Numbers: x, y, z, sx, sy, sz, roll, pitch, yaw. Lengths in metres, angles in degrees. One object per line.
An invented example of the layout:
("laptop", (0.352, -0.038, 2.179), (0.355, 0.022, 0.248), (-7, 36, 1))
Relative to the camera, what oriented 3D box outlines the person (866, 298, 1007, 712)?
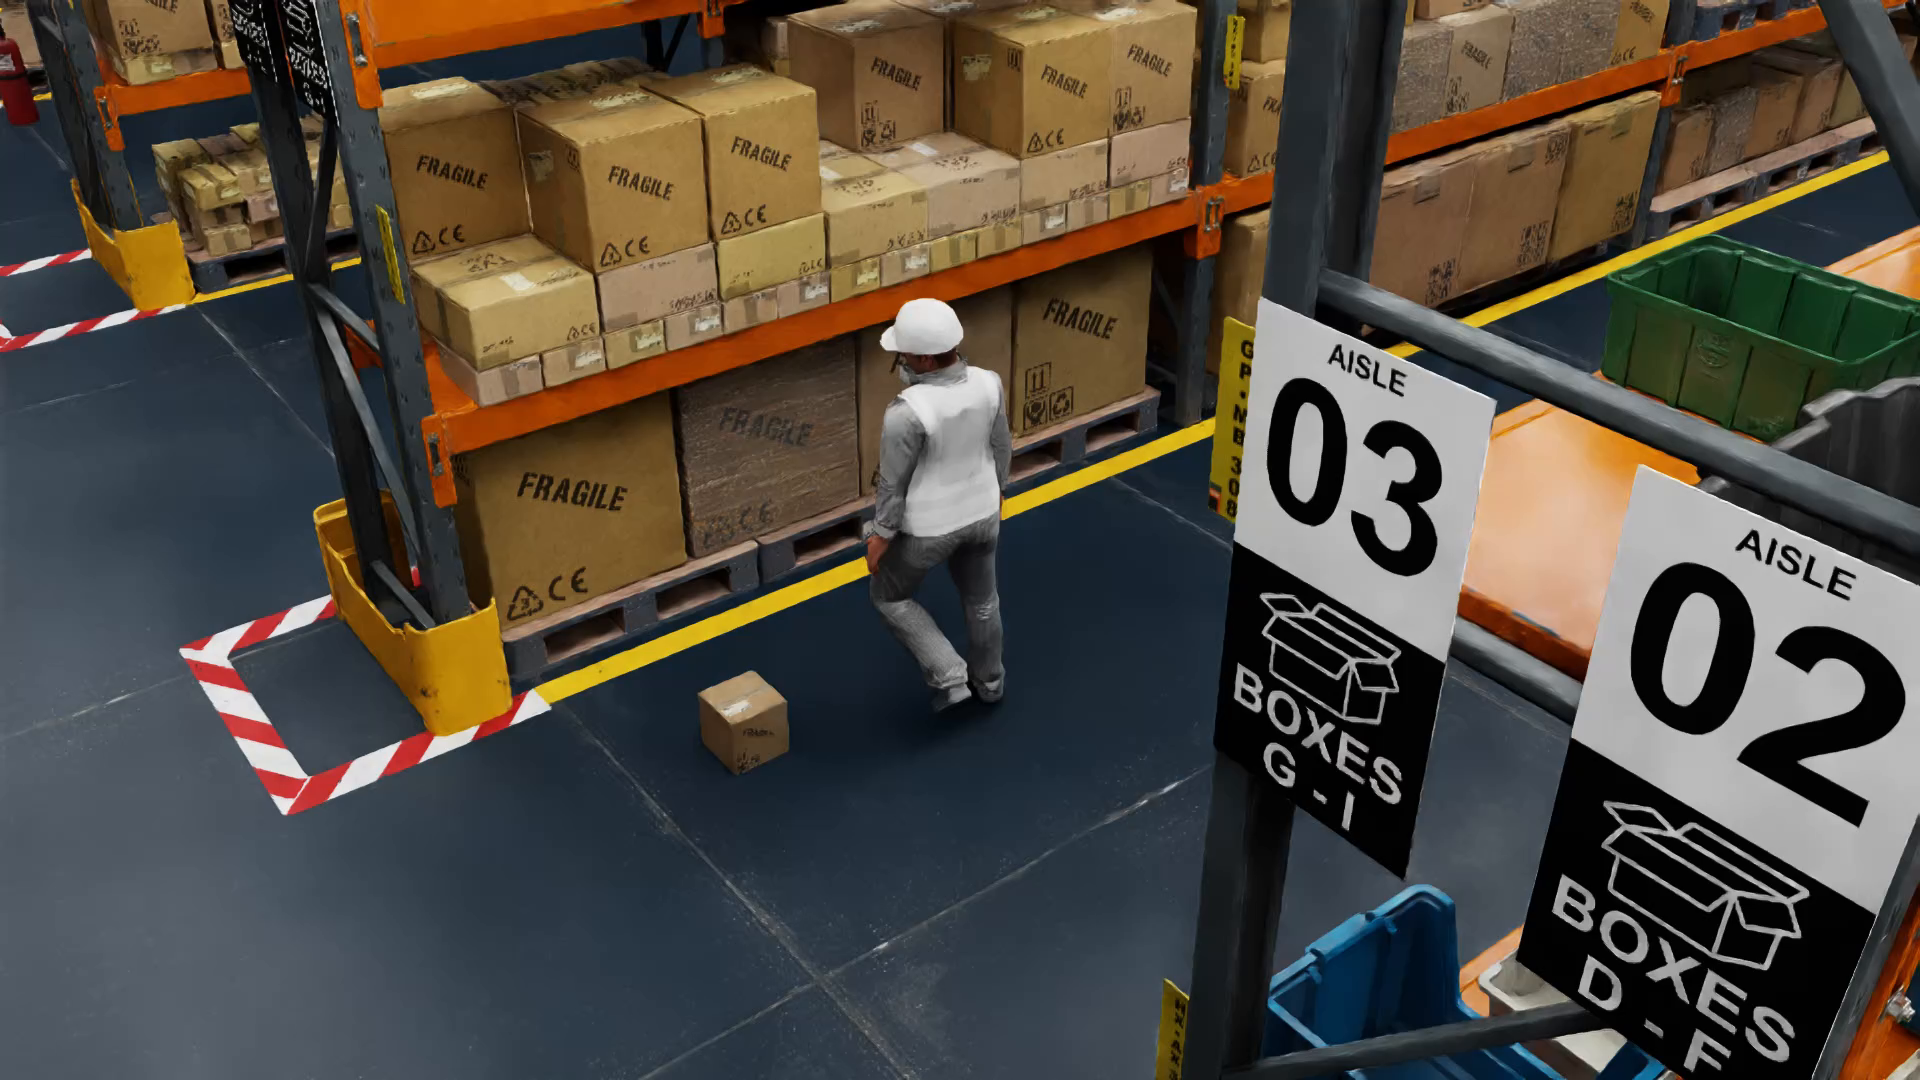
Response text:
("person", (-0.057, -0.086, 6.212), (0.622, 1.763, 0.469), (-22, 38, -31))
